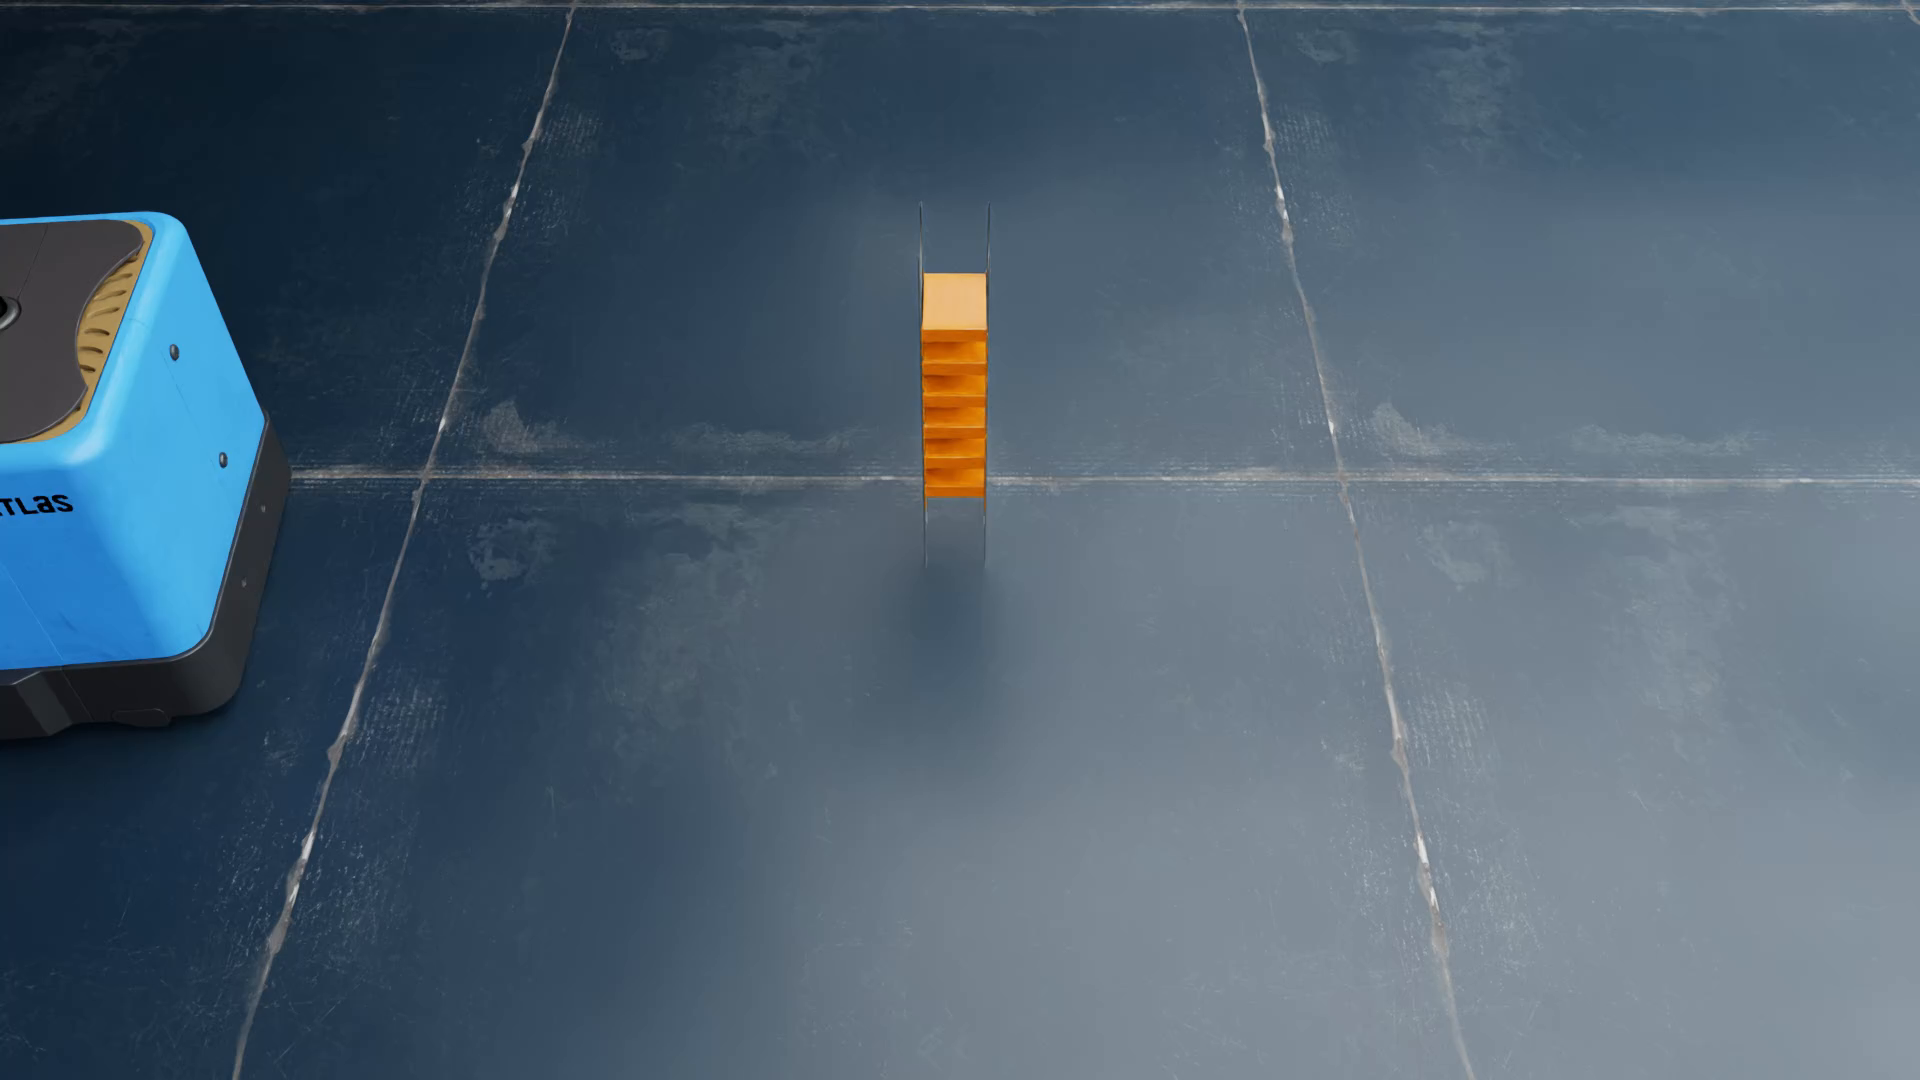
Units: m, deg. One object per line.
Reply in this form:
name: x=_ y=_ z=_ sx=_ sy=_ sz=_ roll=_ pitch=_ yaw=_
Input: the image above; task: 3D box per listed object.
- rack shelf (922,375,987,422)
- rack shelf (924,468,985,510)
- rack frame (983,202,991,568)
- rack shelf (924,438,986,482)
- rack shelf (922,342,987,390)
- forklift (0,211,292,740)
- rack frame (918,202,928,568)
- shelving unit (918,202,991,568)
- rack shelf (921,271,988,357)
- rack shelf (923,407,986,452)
rack shelf: x=-0.014 y=-0.460 z=4.756 sx=0.180 sy=0.103 sz=0.258 roll=0 pitch=47 yaw=0
rack shelf: x=-0.014 y=-0.215 z=5.019 sx=0.180 sy=0.103 sz=0.258 roll=0 pitch=47 yaw=0
rack frame: x=0.077 y=-0.409 z=4.811 sx=0.006 sy=1.200 sz=0.240 roll=0 pitch=47 yaw=0
rack shelf: x=-0.014 y=-0.297 z=4.931 sx=0.180 sy=0.103 sz=0.258 roll=0 pitch=47 yaw=0
rack shelf: x=-0.014 y=-0.542 z=4.668 sx=0.180 sy=0.103 sz=0.258 roll=0 pitch=47 yaw=0
forklift: x=-3.613 y=-0.737 z=3.934 sx=3.031 sy=2.935 sz=1.130 roll=-4 pitch=47 yaw=-4
rack frame: x=-0.106 y=-0.409 z=4.811 sx=0.006 sy=1.200 sz=0.240 roll=0 pitch=47 yaw=0
shelving unit: x=-0.014 y=-0.409 z=4.811 sx=0.189 sy=1.200 sz=0.258 roll=0 pitch=47 yaw=0
rack shelf: x=-0.014 y=-0.624 z=4.580 sx=0.180 sy=0.103 sz=0.258 roll=0 pitch=47 yaw=0
rack shelf: x=-0.014 y=-0.379 z=4.843 sx=0.180 sy=0.103 sz=0.258 roll=0 pitch=47 yaw=0
